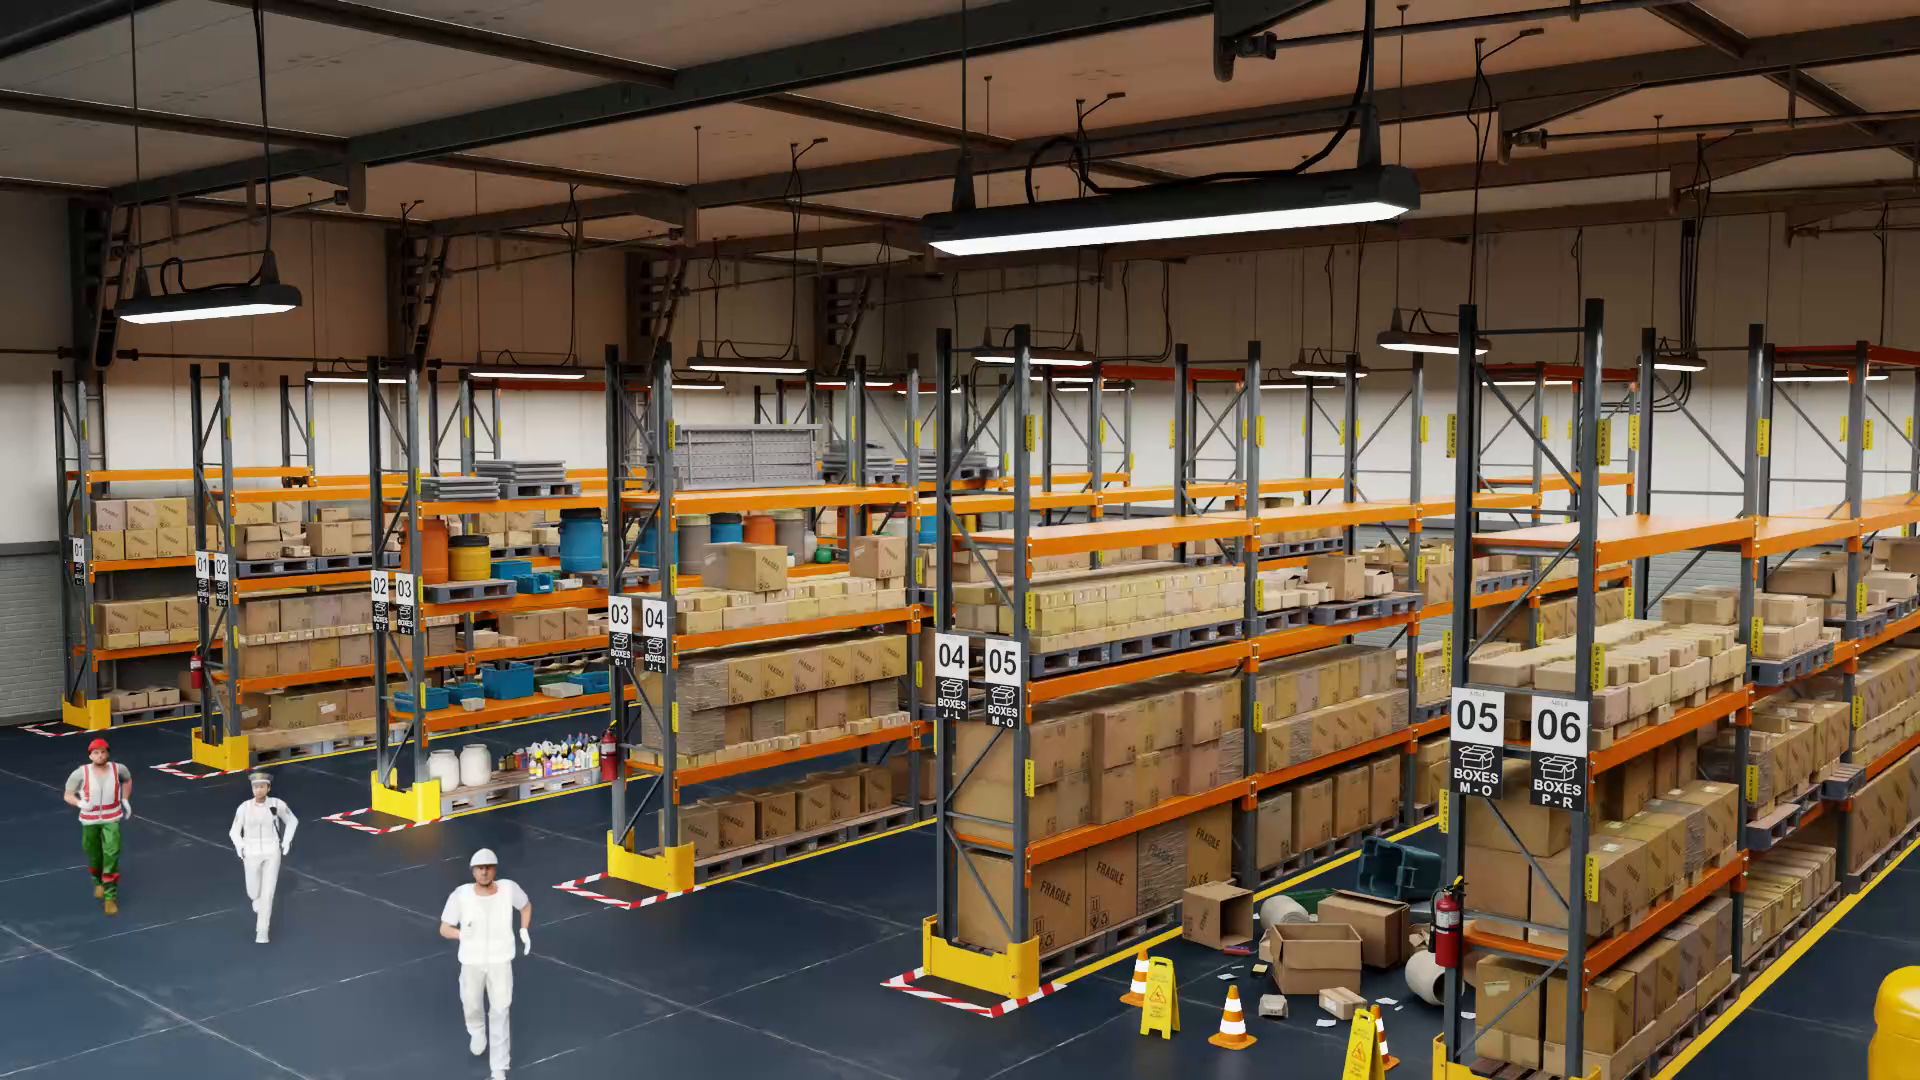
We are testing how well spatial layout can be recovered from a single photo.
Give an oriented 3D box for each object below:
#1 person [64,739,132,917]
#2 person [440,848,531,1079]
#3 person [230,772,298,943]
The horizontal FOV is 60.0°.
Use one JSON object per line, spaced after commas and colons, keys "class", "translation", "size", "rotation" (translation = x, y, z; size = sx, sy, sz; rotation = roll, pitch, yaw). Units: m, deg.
{"class": "person", "translation": [-9.104, 2.994, 17.587], "size": [0.640, 1.812, 0.892], "rotation": [-2, 5, -27]}
{"class": "person", "translation": [-3.720, 3.301, 13.065], "size": [0.693, 1.760, 1.002], "rotation": [-1, 4, -14]}
{"class": "person", "translation": [-6.979, 3.140, 16.690], "size": [0.633, 1.657, 0.773], "rotation": [-1, 4, -19]}
